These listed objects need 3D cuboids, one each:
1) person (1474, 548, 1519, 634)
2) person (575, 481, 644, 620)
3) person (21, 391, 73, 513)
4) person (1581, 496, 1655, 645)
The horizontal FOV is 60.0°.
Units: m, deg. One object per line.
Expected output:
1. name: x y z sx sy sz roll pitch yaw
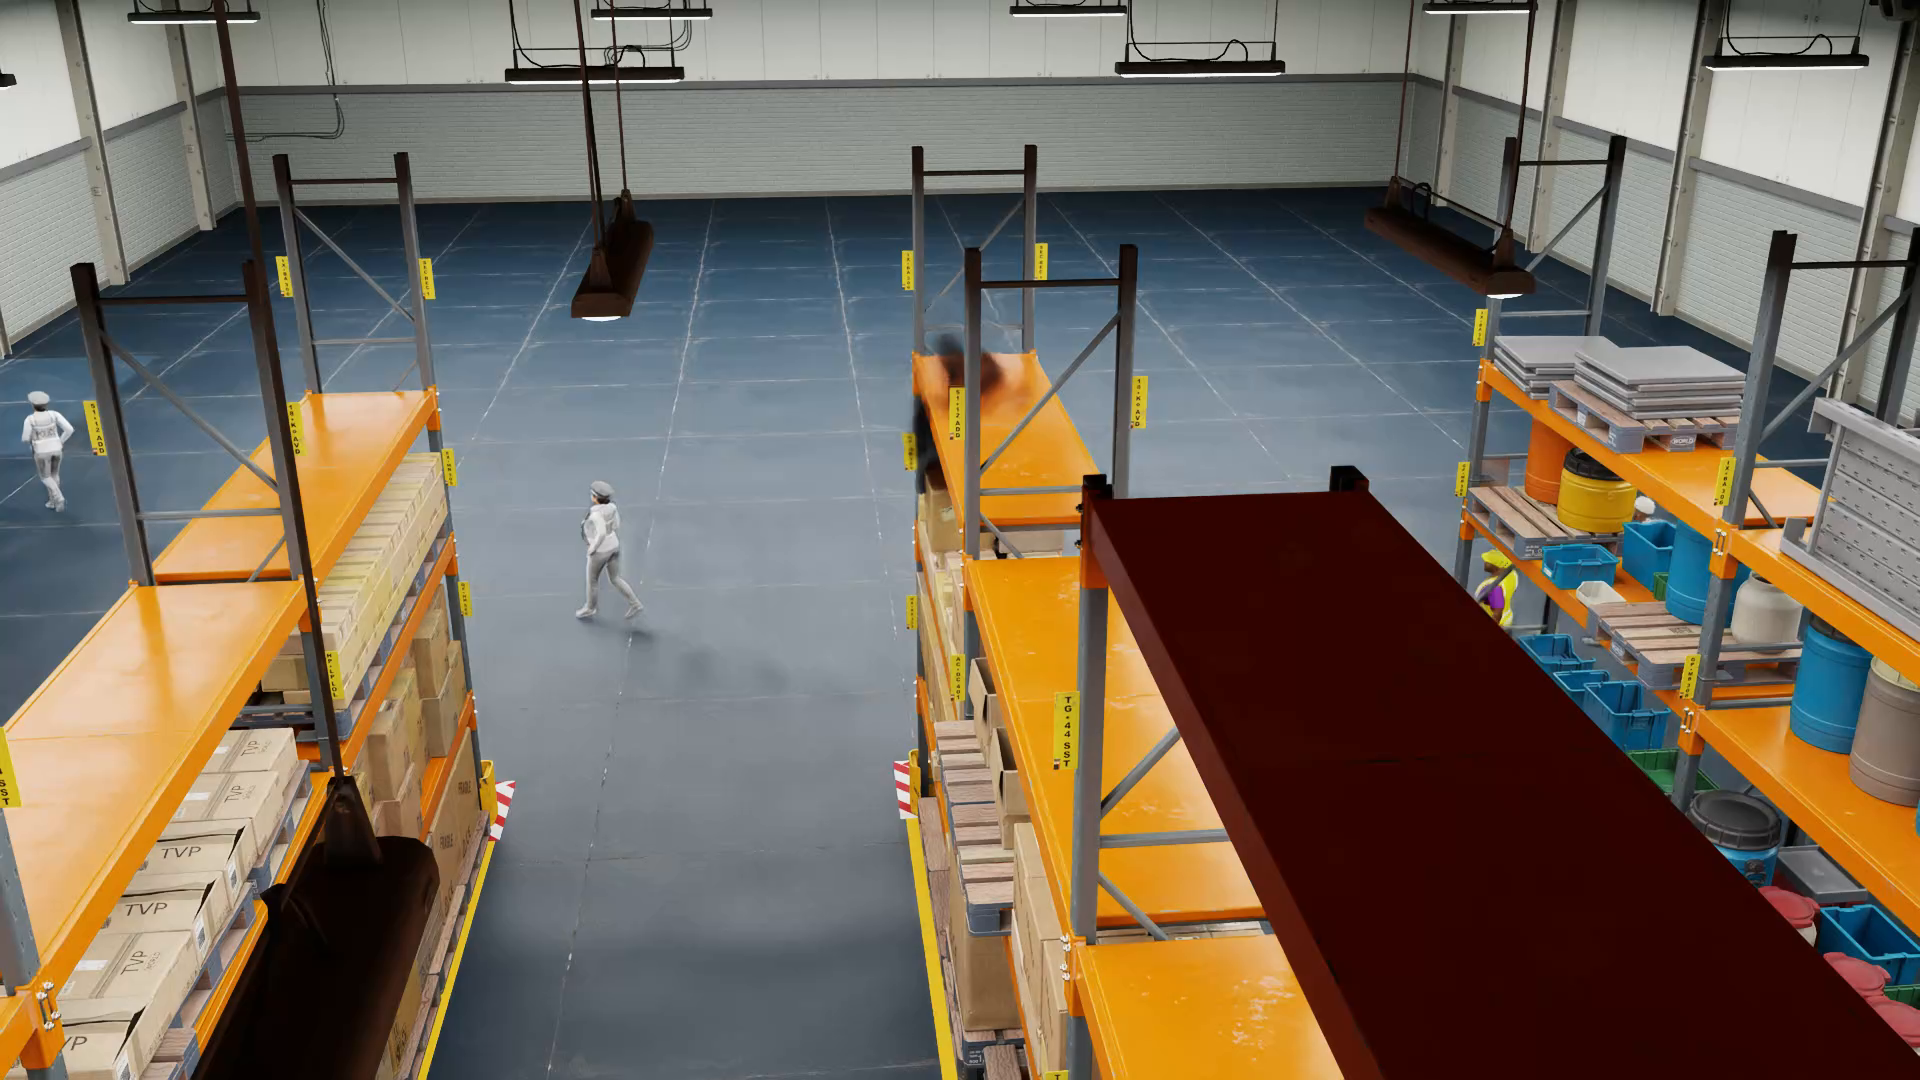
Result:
1. person: 5.383 0.862 17.029 0.909 1.745 0.757 20 29 41
2. person: -4.050 0.139 18.926 0.920 1.695 0.612 11 24 26
3. person: -12.215 -1.171 22.311 0.766 1.682 0.627 18 28 38
4. person: 7.460 0.370 18.314 0.937 1.771 0.710 8 23 19
